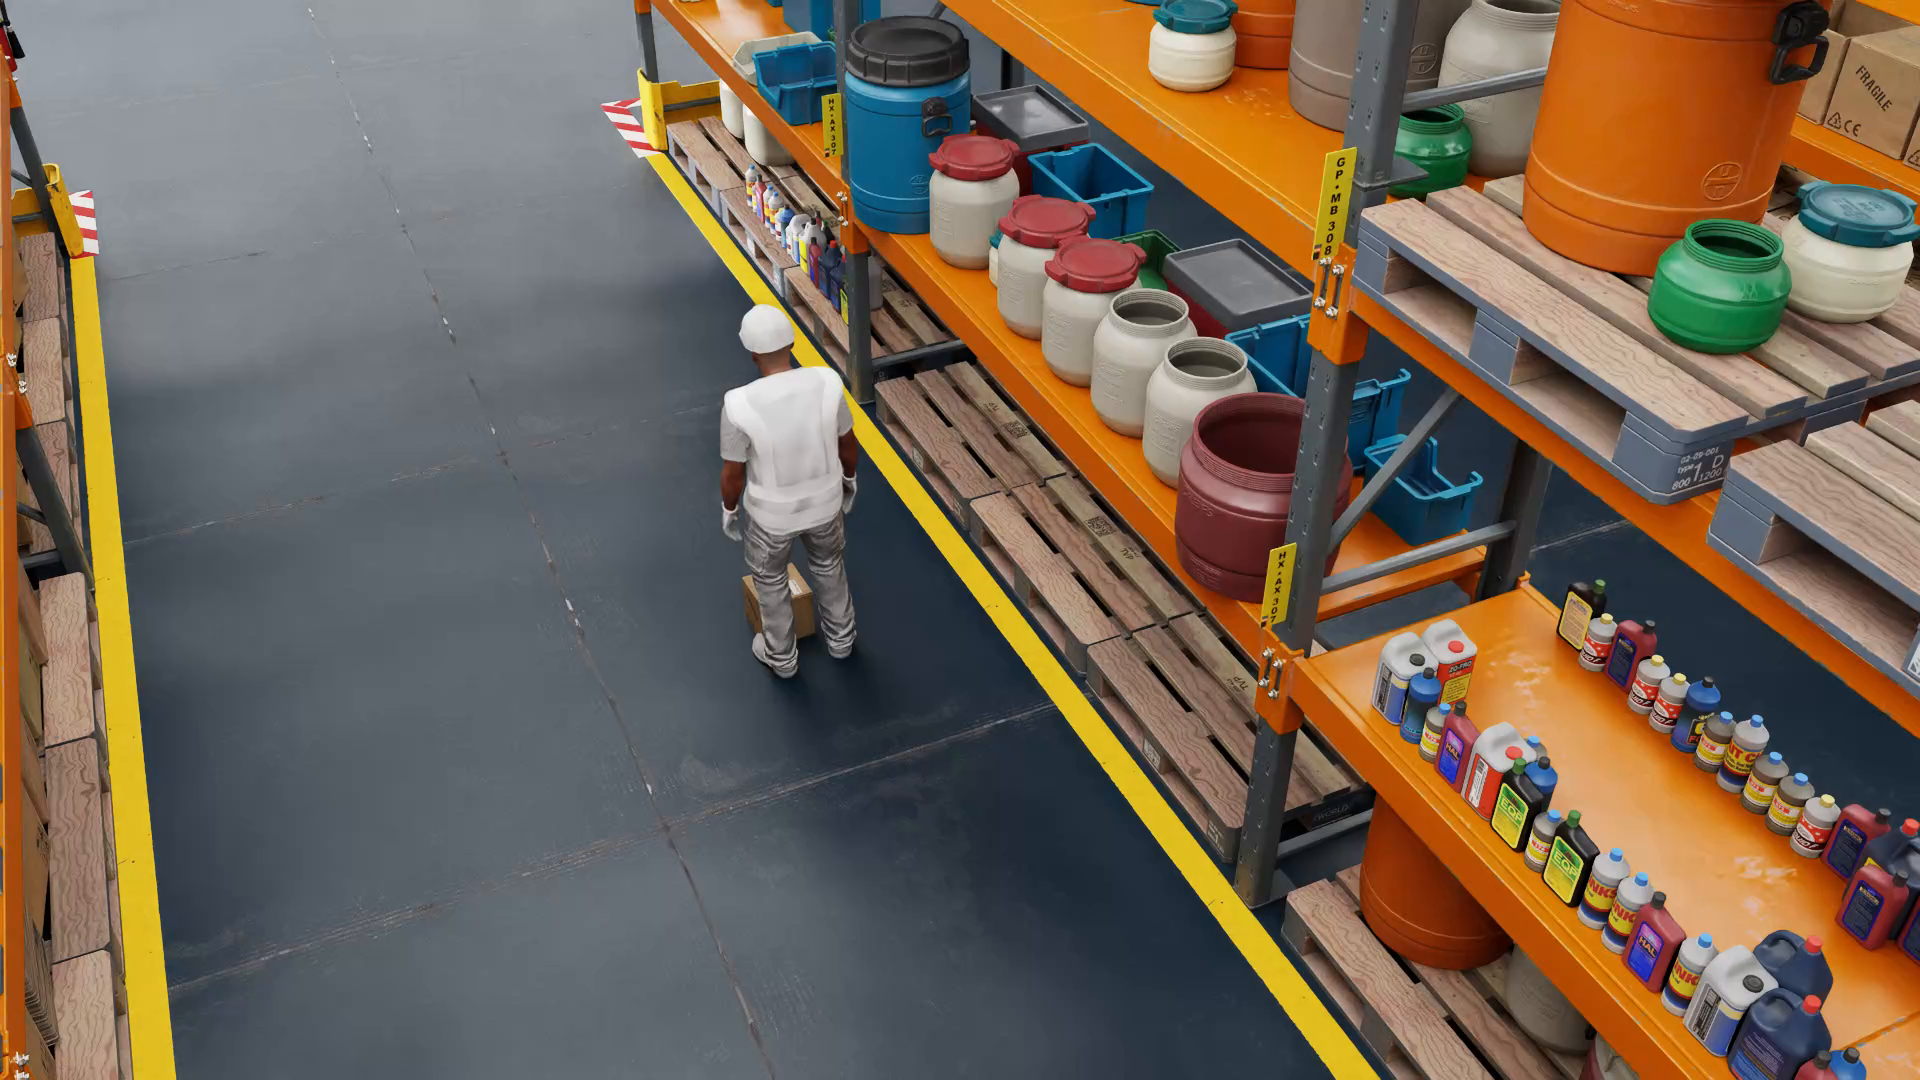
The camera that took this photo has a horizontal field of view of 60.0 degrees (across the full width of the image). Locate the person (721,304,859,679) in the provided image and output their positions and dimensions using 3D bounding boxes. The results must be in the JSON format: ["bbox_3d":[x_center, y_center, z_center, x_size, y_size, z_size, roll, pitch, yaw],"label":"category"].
[{"bbox_3d":[-0.721,-0.182,7.089,0.615,1.773,0.451,-16,40,-20],"label":"person"}]
